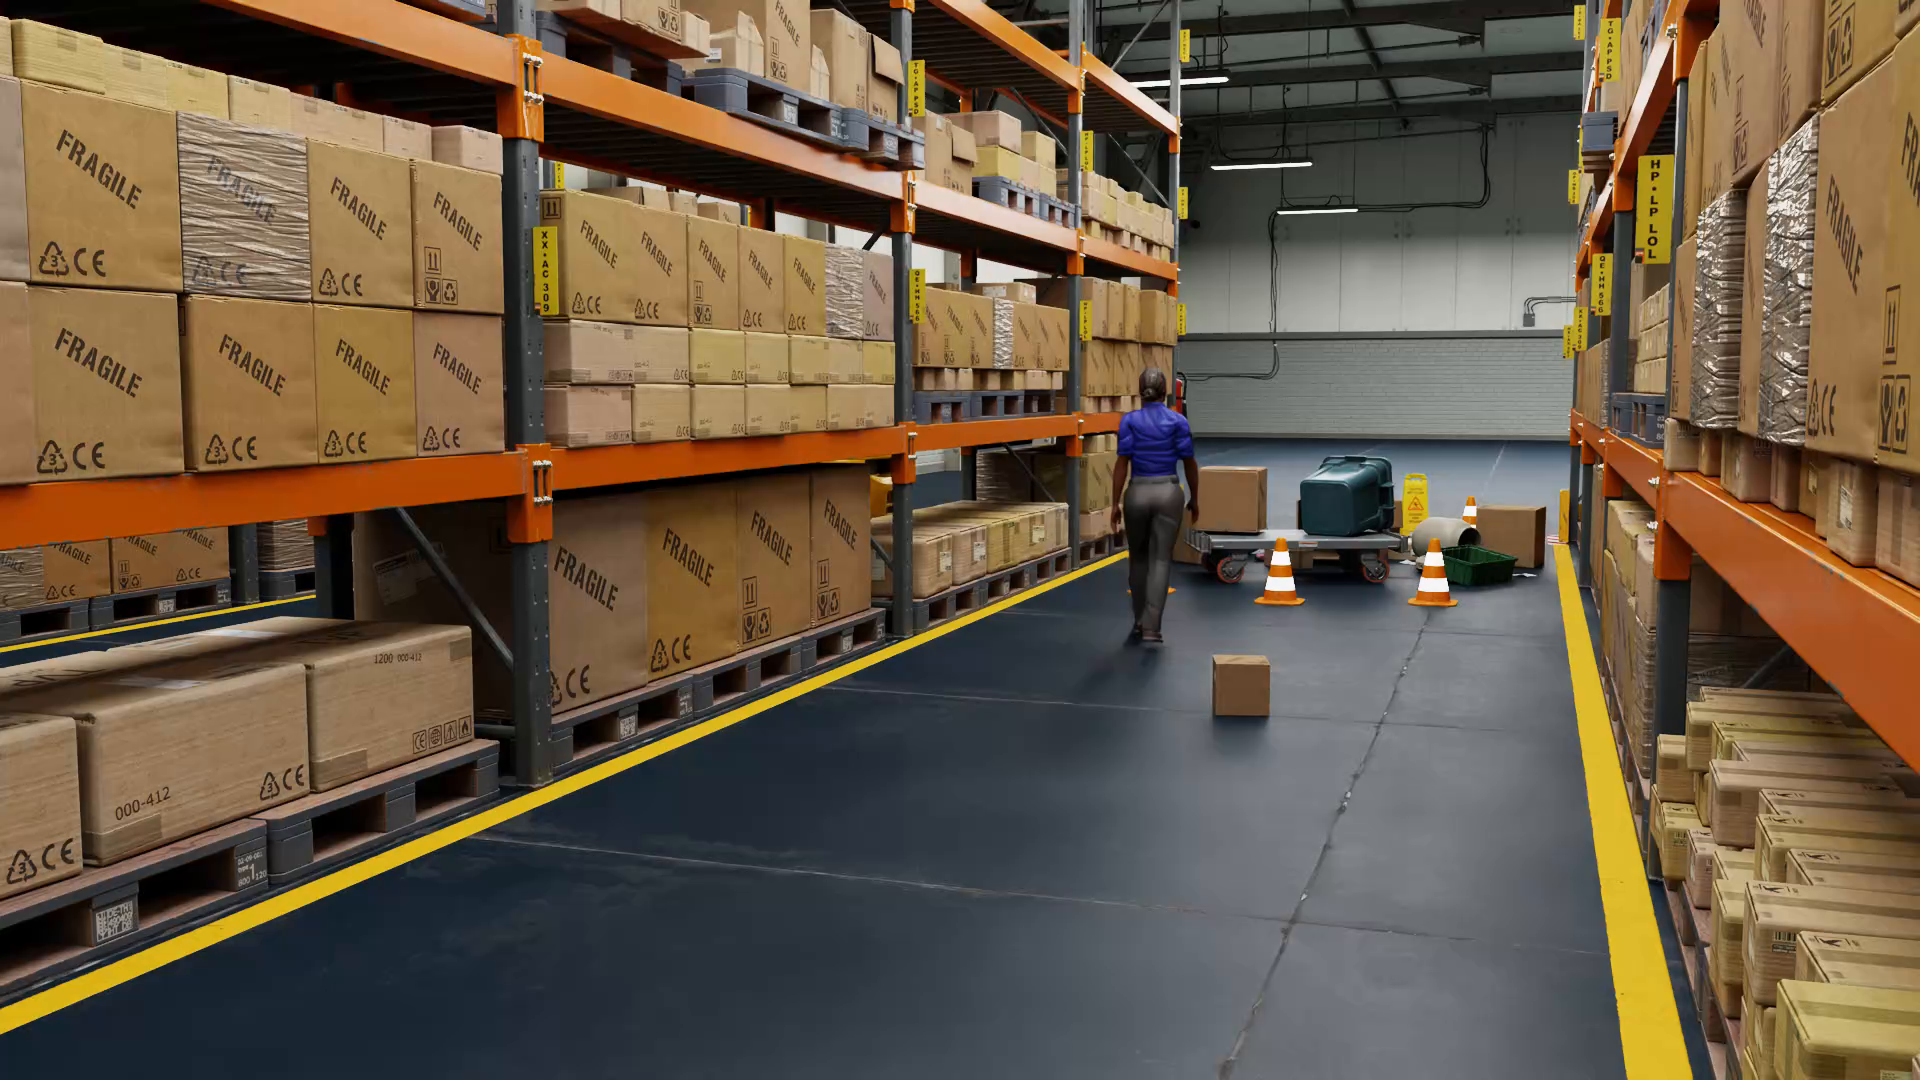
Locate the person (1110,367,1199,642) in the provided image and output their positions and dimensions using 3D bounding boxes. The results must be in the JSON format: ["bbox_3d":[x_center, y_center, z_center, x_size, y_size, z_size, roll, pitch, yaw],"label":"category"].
[{"bbox_3d":[1.182,-0.210,9.995,0.495,1.646,0.860,1,5,15],"label":"person"}]
